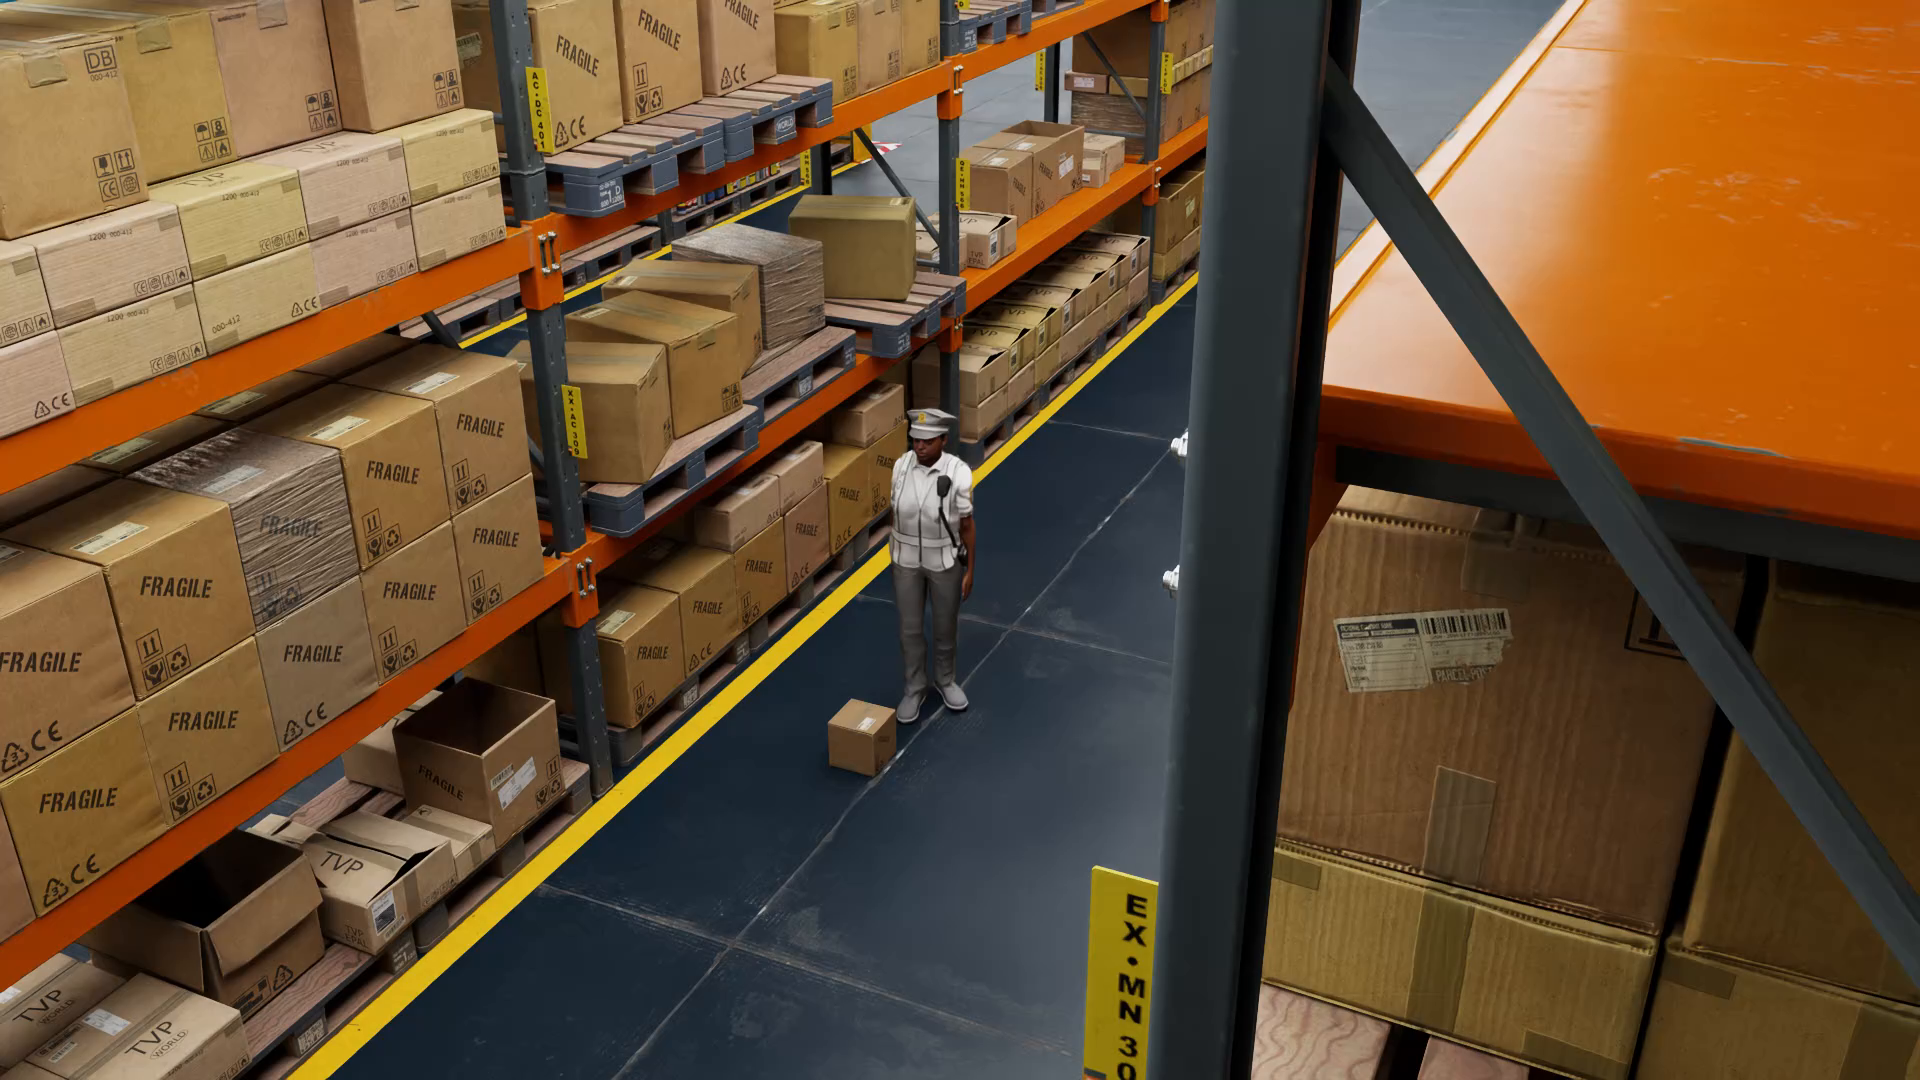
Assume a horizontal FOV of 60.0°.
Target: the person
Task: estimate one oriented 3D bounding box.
[{"bbox_3d":[-0.143,0.114,8.332,0.452,1.688,0.432,7,27,13],"label":"person"}]
